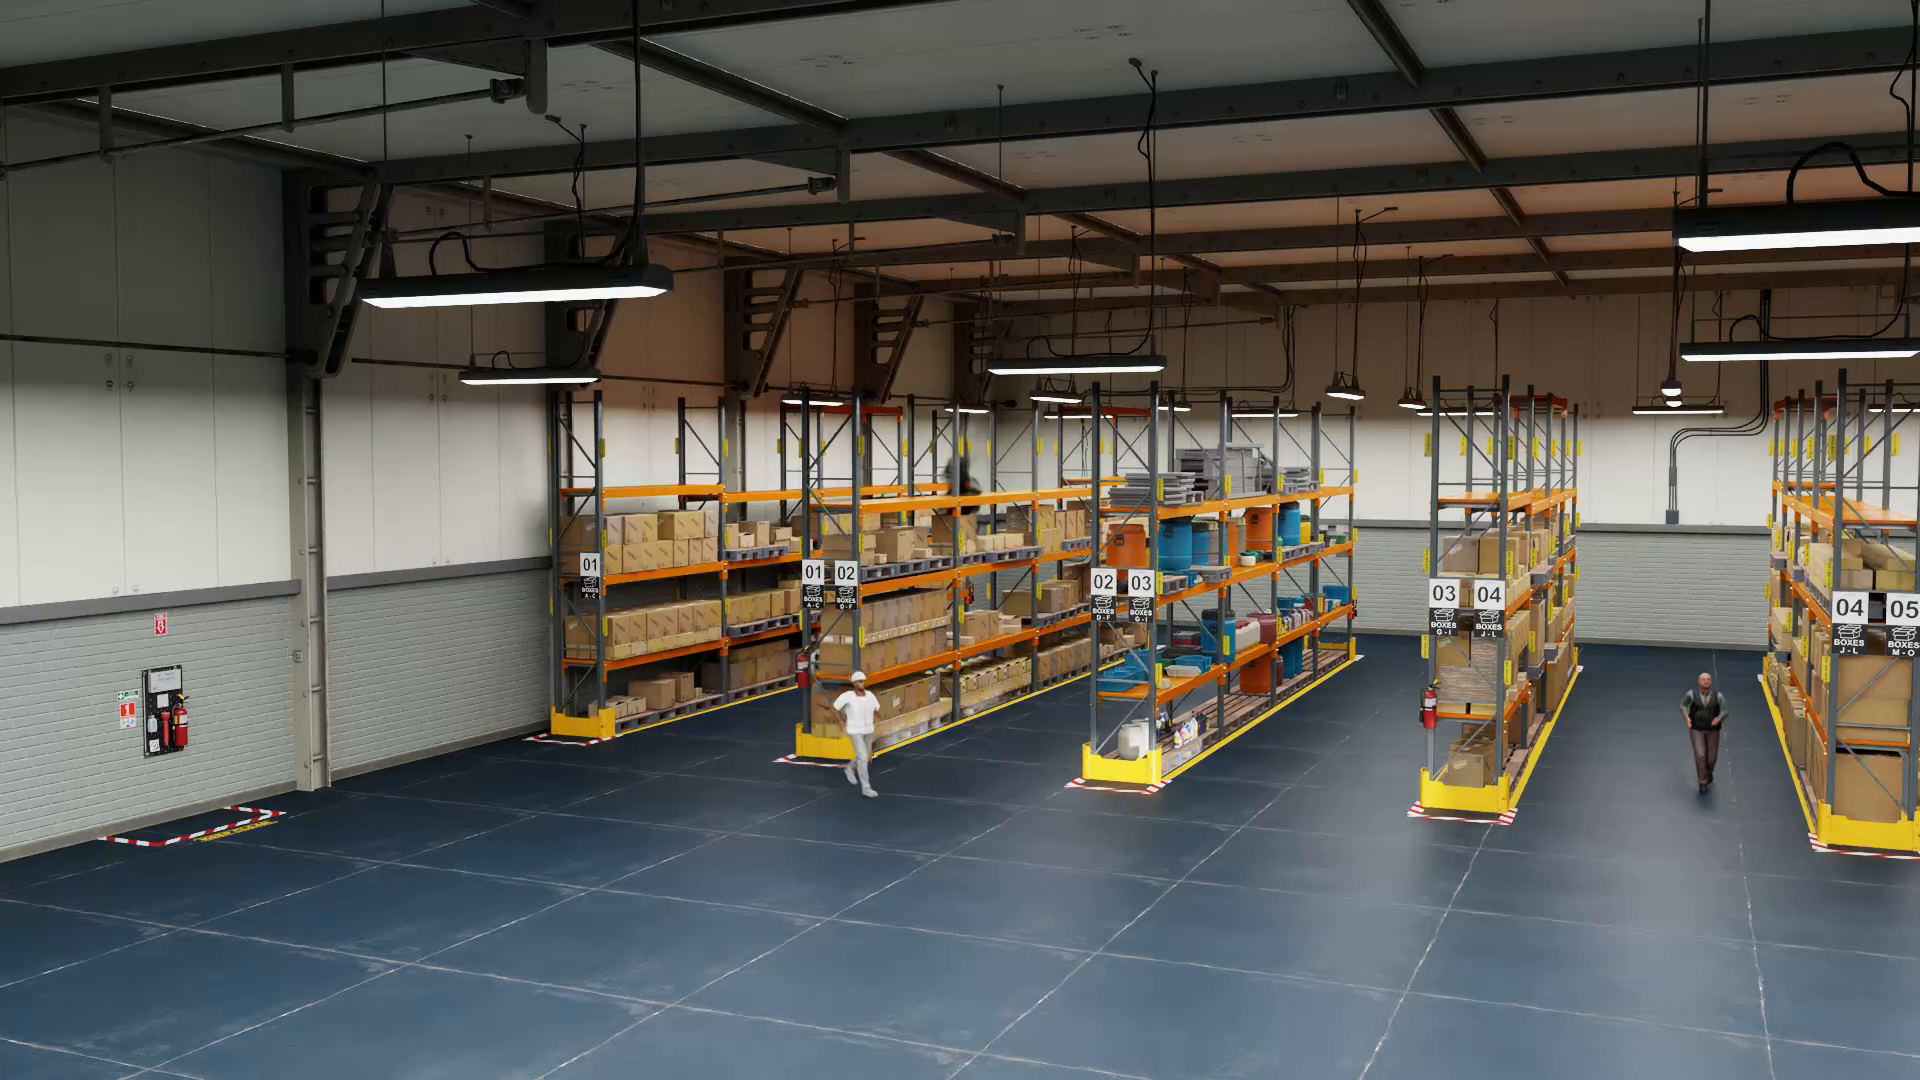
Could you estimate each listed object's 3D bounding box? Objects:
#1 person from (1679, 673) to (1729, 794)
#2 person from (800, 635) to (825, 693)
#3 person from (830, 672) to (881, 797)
[{"bbox_3d":[10.890,2.809,24.348,0.669,1.703,0.767,1,3,19],"label":"person"},{"bbox_3d":[-2.656,2.521,29.757,0.576,1.660,0.566,1,3,22],"label":"person"},{"bbox_3d":[-1.444,2.771,24.015,0.707,1.745,0.987,-2,4,-38],"label":"person"}]
